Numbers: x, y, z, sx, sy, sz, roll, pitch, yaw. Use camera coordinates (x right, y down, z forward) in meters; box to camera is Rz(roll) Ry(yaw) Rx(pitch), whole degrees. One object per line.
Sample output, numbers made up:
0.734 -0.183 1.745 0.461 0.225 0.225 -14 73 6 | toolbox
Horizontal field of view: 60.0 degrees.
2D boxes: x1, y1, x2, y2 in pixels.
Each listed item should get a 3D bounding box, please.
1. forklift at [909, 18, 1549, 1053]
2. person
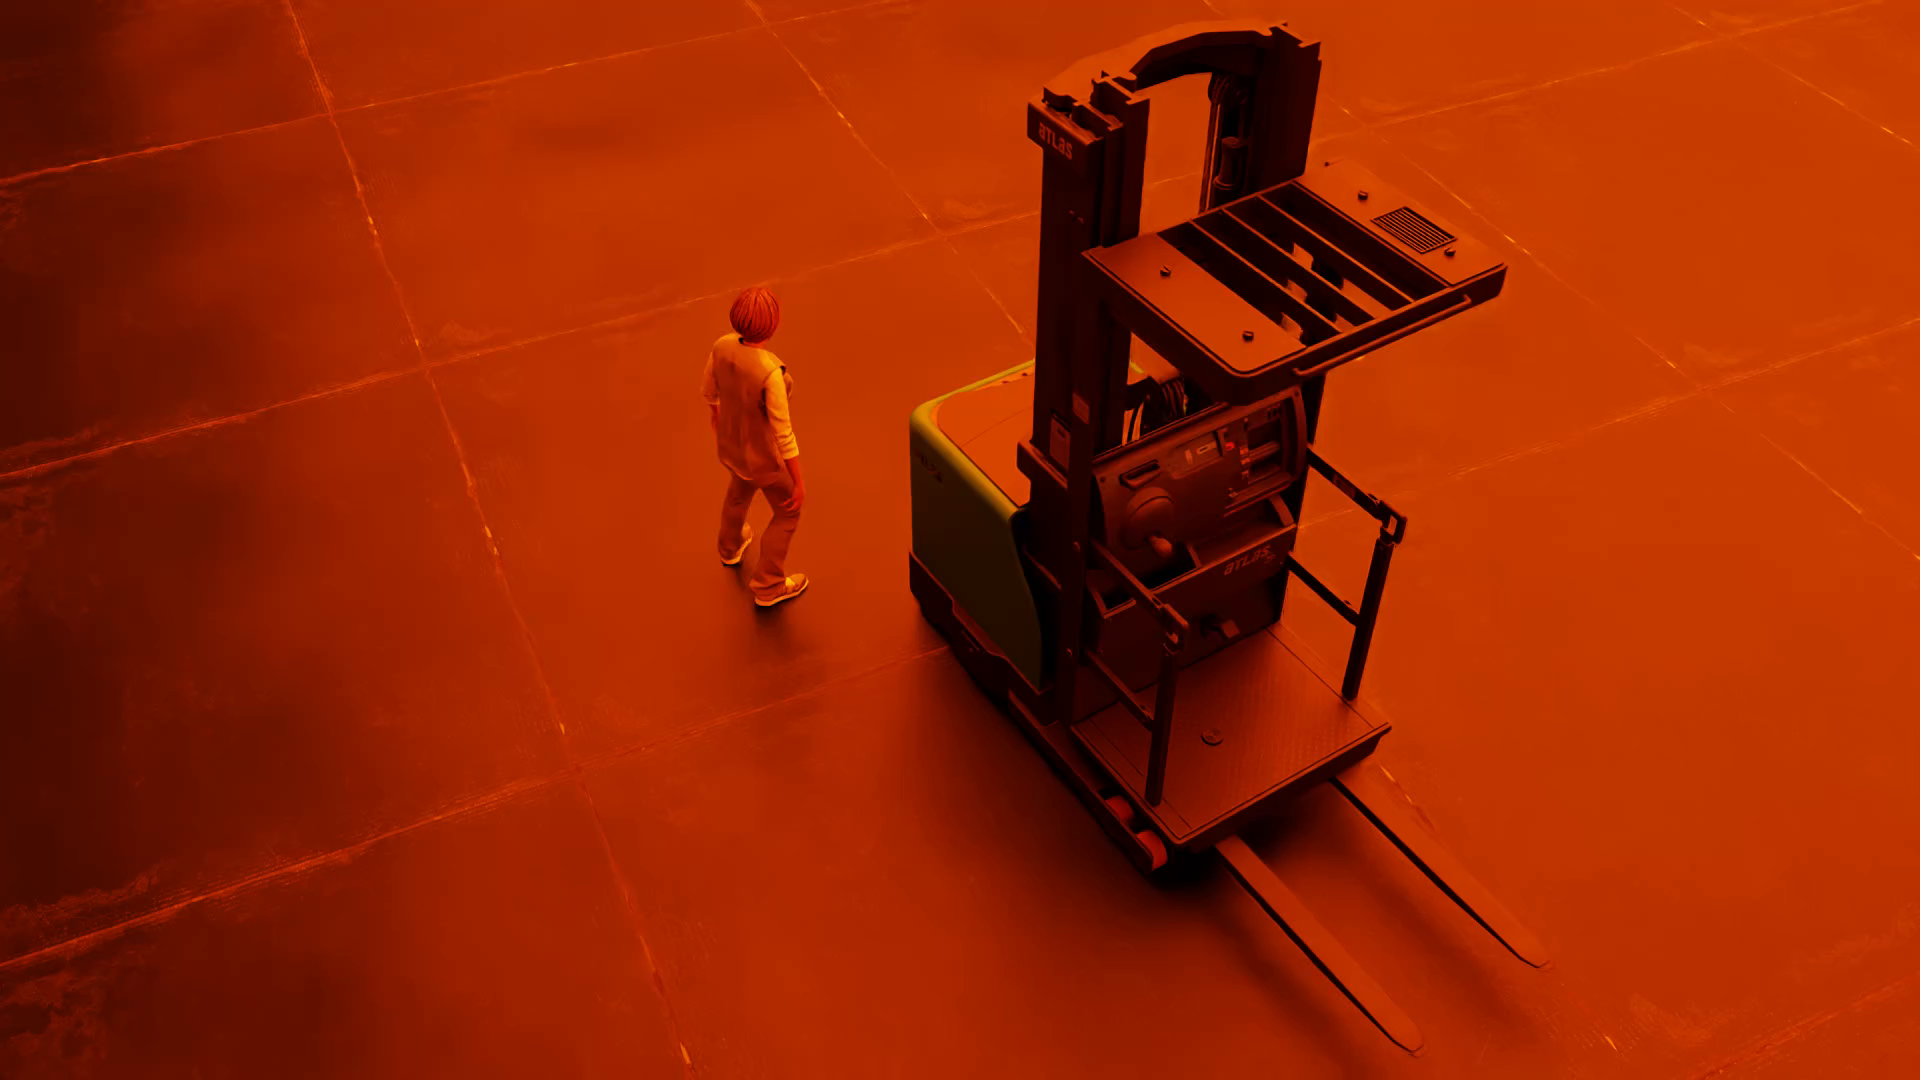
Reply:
0.994 -0.161 5.852 1.130 2.935 3.031 -24 48 -23 | forklift
-0.875 -0.391 7.101 0.690 1.572 0.346 32 52 29 | person
